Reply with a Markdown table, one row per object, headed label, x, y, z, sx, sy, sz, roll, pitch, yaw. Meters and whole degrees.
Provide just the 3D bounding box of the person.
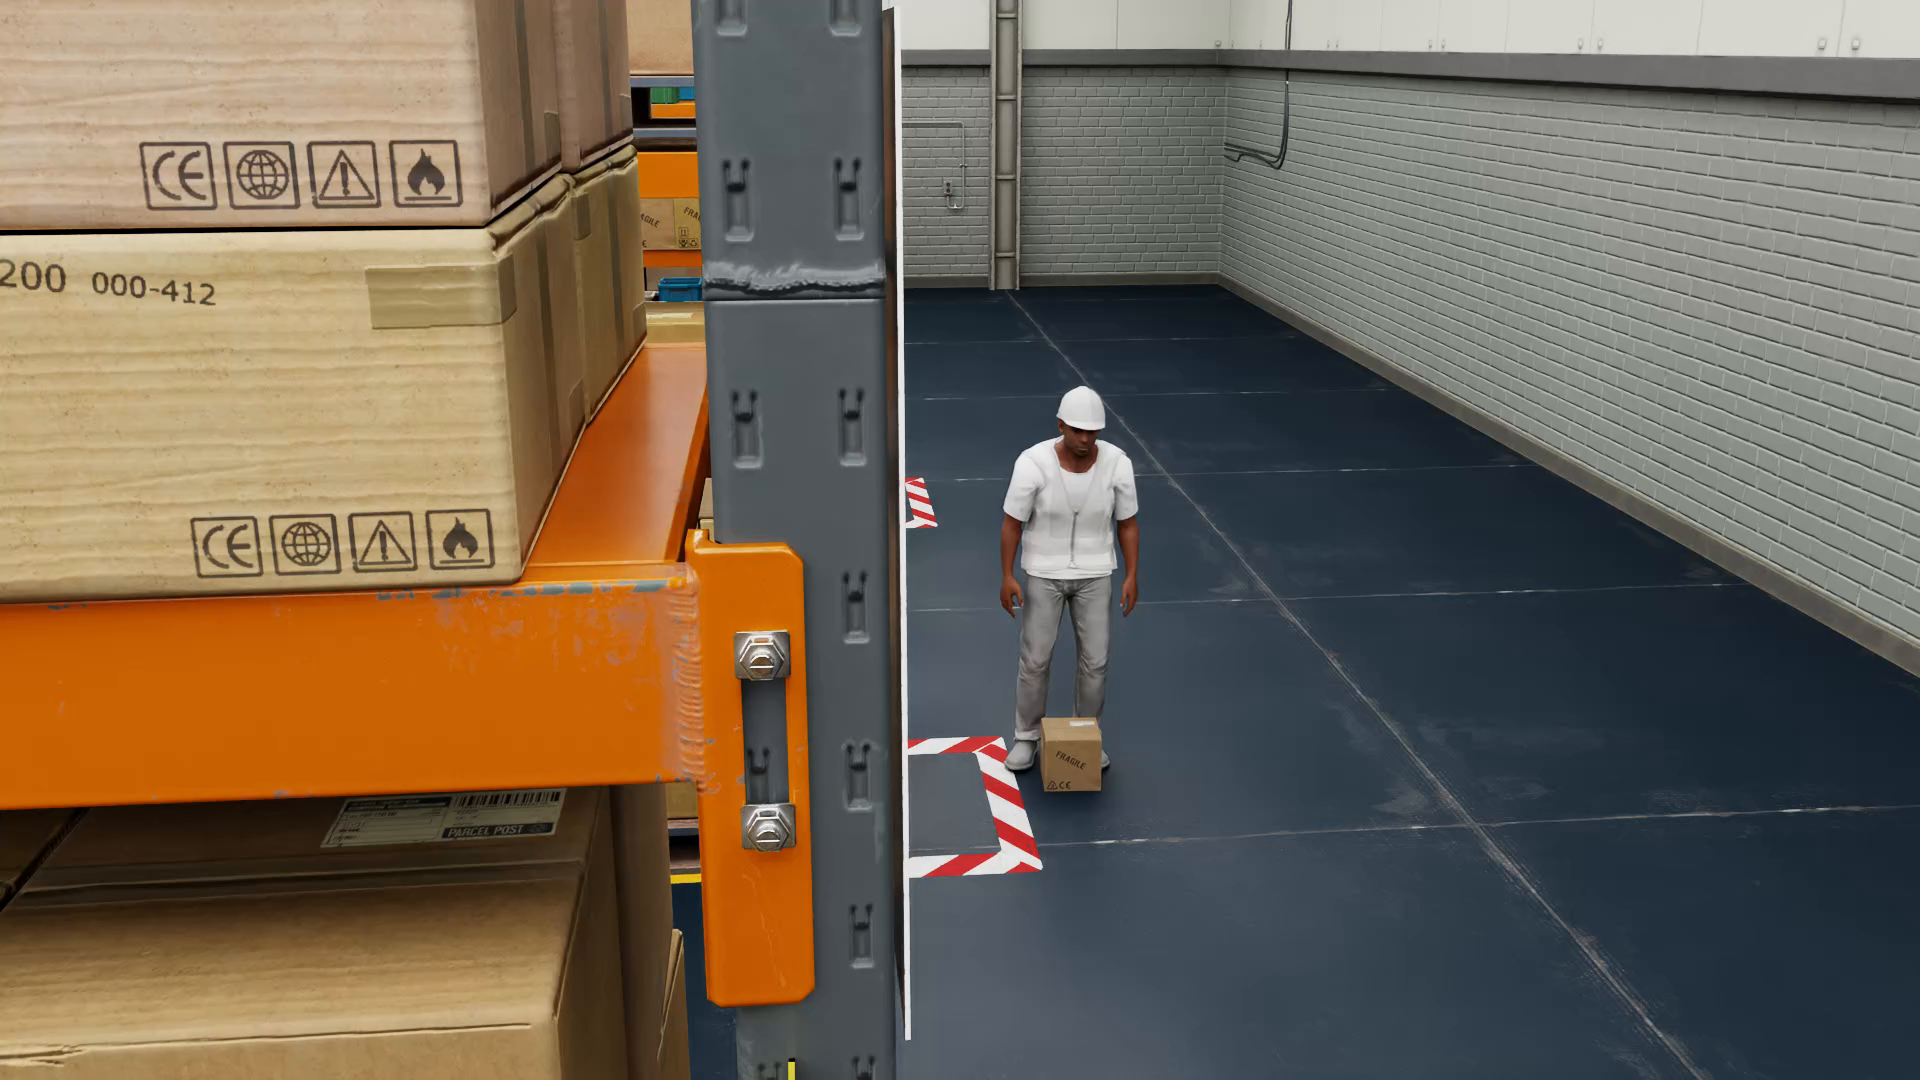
| label | x | y | z | sx | sy | sz | roll | pitch | yaw |
| --- | --- | --- | --- | --- | --- | --- | --- | --- | --- |
| person | 0.493 | 0.170 | 7.442 | 0.632 | 1.759 | 0.462 | -1 | 17 | -4 |
